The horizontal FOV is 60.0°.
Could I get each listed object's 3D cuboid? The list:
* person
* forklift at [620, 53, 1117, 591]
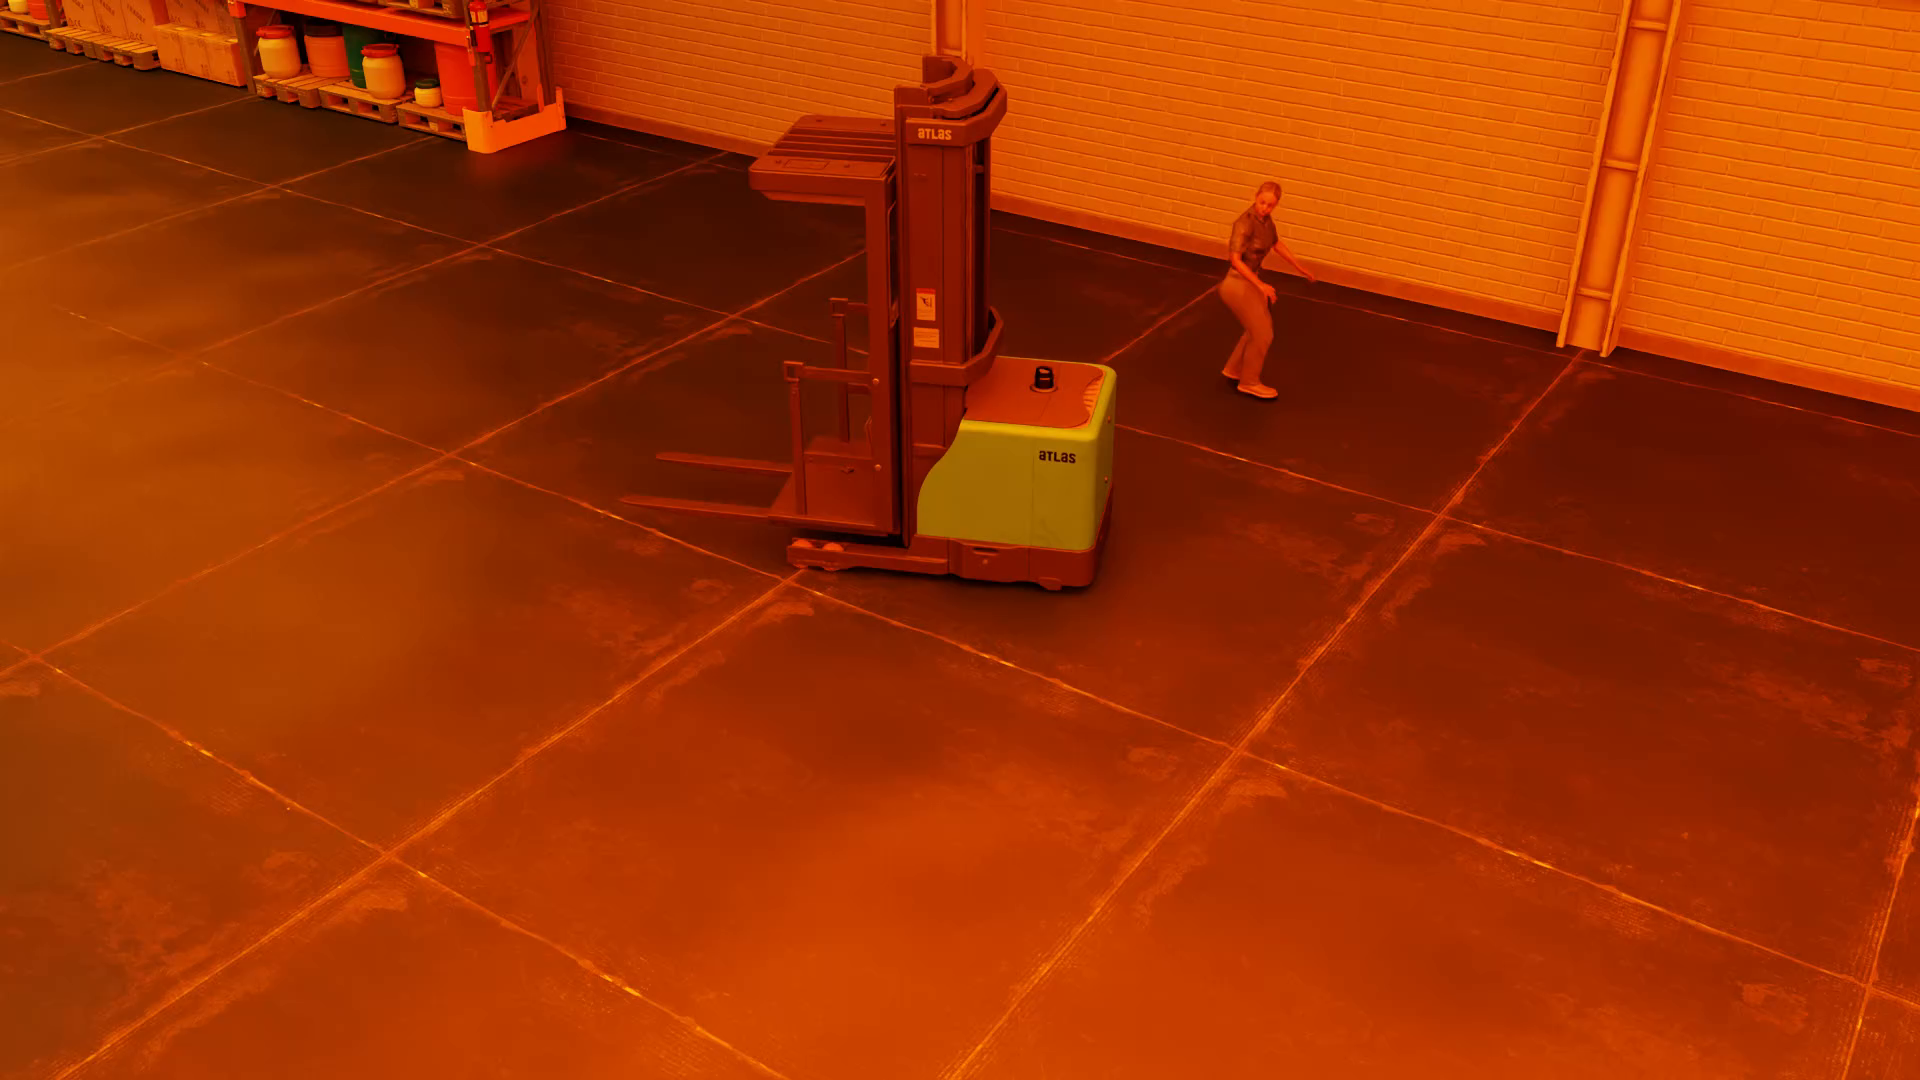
[{"bbox_3d":[2.195,-1.791,11.982,0.621,1.613,0.695,11,32,18],"label":"person"},{"bbox_3d":[-0.596,-1.330,9.871,3.031,2.935,1.130,6,31,10],"label":"forklift"}]
